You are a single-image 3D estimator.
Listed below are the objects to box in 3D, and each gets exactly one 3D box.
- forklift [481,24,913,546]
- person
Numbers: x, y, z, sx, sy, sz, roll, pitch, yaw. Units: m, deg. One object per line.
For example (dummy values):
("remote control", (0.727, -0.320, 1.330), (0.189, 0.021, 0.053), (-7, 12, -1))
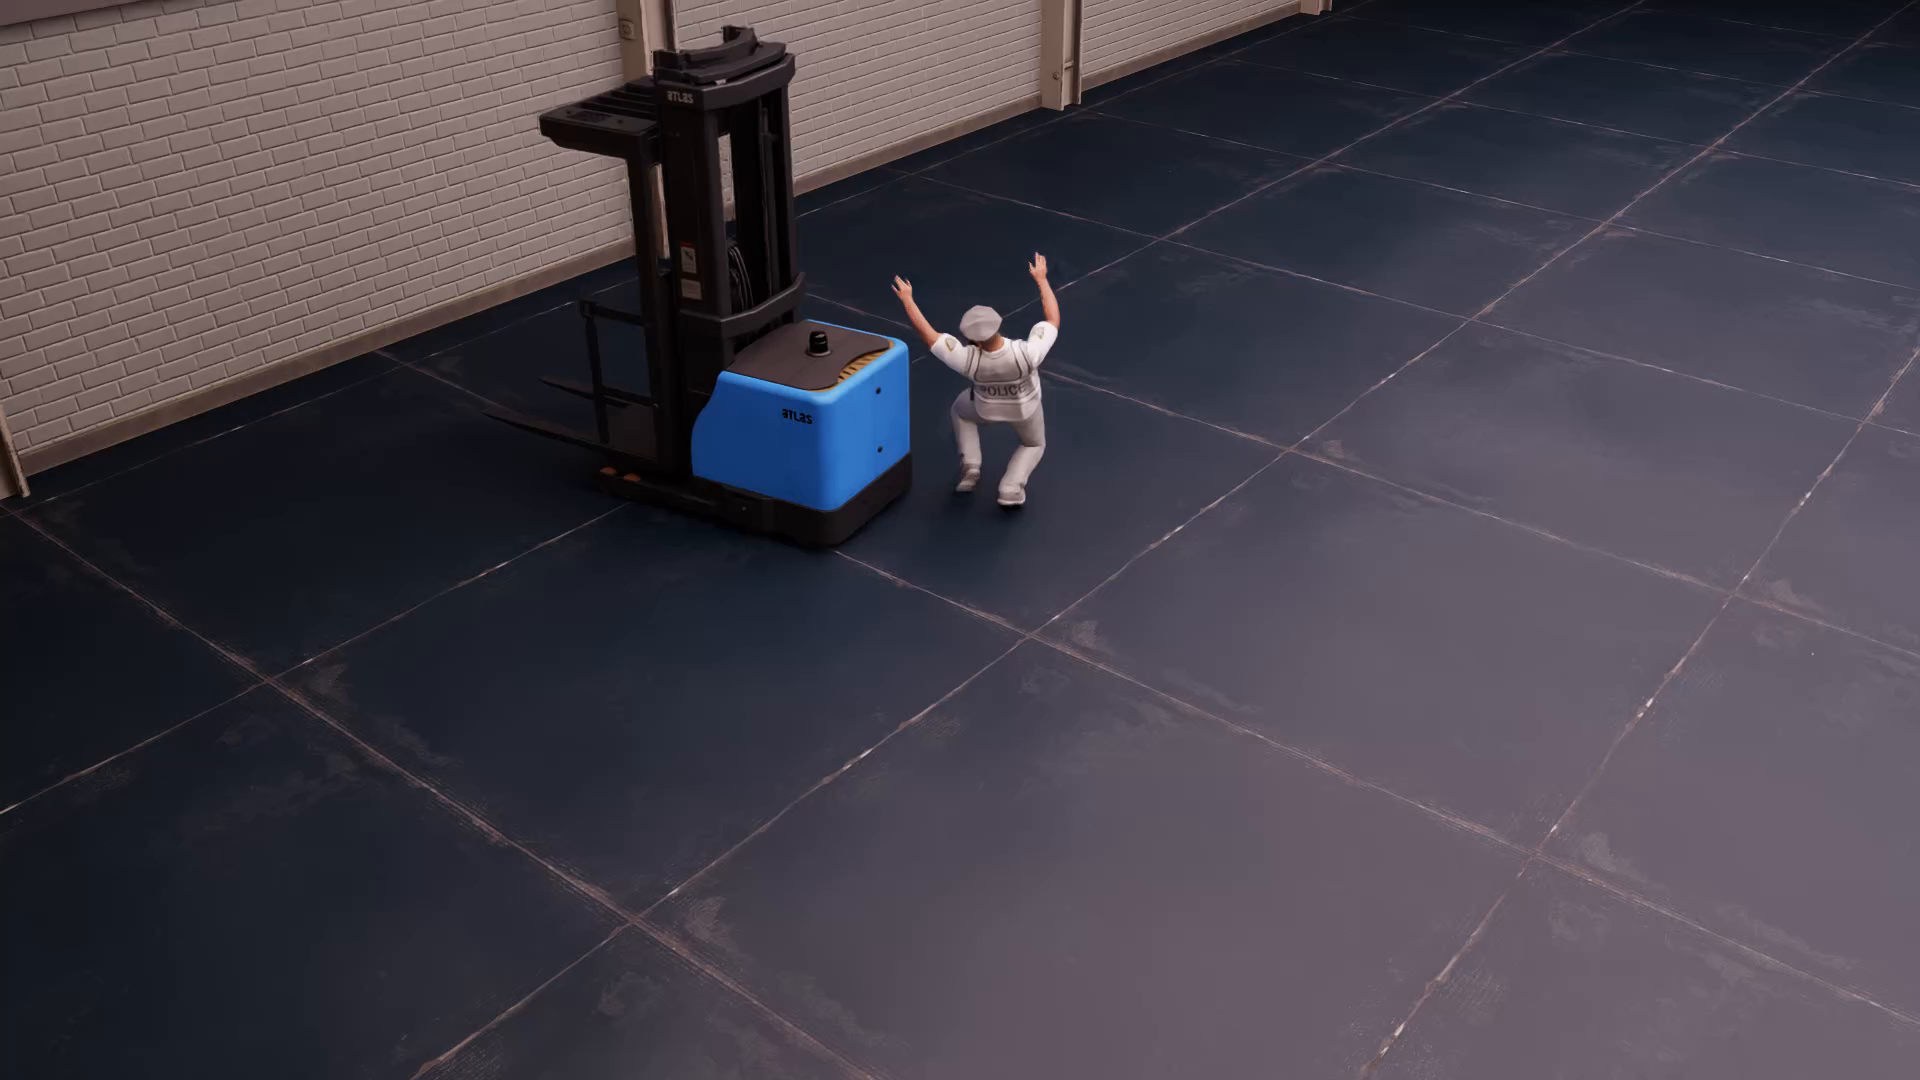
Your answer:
("forklift", (-1.853, -1.749, 10.588), (3.031, 2.935, 1.130), (15, 34, 25))
("person", (0.096, -0.959, 10.548), (1.048, 1.684, 0.845), (4, 31, 8))
